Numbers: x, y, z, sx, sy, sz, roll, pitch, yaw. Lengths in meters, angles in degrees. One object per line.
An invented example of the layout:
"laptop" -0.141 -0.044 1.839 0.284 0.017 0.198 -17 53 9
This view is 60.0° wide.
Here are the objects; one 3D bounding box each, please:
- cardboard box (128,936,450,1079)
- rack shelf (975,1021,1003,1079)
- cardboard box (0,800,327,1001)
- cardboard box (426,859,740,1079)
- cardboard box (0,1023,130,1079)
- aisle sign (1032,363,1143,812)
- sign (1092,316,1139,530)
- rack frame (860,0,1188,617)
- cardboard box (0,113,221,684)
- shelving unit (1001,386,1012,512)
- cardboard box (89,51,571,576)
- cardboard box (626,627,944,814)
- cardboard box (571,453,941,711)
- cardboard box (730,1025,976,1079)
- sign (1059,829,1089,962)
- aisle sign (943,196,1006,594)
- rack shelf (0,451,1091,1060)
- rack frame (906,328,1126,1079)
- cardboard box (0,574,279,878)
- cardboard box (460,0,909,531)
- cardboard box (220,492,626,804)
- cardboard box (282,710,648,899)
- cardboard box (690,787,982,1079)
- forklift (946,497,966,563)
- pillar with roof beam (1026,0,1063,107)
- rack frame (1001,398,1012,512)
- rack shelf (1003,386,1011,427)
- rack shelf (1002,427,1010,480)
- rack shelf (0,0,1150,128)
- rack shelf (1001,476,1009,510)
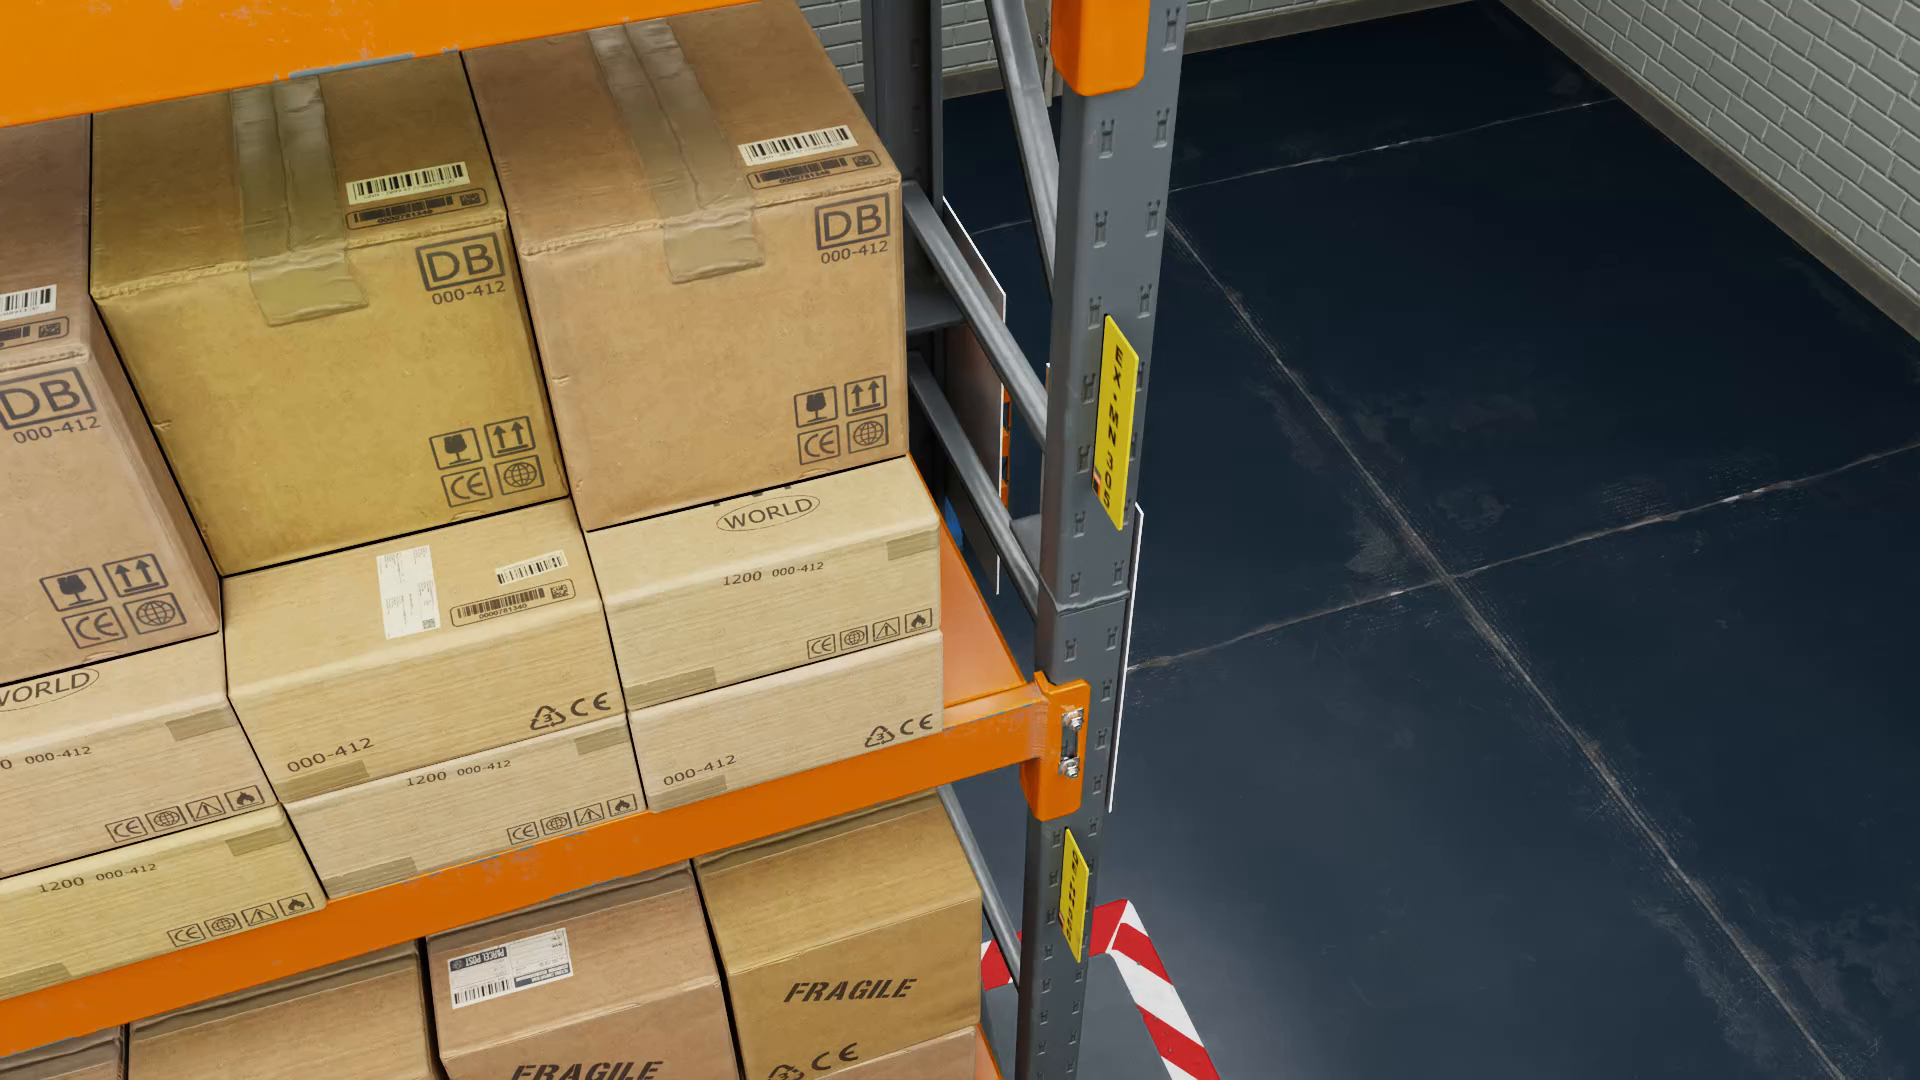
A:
"cardboard box" -1.237 0.988 3.180 0.500 0.500 0.500 -13 47 -13
"rack shelf" -1.832 1.571 3.884 4.000 0.370 1.077 -14 47 -14
"cardboard box" -1.285 0.371 2.560 0.500 0.250 0.500 -14 47 -14
"cardboard box" -0.751 0.860 3.308 0.500 0.500 0.500 -13 47 -13
"cardboard box" -1.720 1.112 3.057 0.500 0.500 0.500 -13 47 -13
"aisle sign" 0.217 0.106 3.000 0.004 0.787 0.394 -14 47 -14
"sign" 0.219 -0.161 2.359 0.005 0.325 0.100 -14 47 -14
"rack frame" 0.049 -1.282 1.983 0.127 3.000 1.000 -14 47 -14
"cardboard box" -1.362 -0.221 2.268 0.500 0.500 0.700 -14 47 -14
"shelving unit" 0.050 -0.383 6.700 0.252 1.050 0.215 -14 47 -14
"cardboard box" -0.928 -0.413 2.458 0.500 0.500 0.700 -14 47 -14
"cardboard box" -0.345 0.129 2.801 0.500 0.250 0.500 -14 47 -14
"cardboard box" -0.348 -0.053 2.629 0.500 0.250 0.500 -14 47 -14
"cardboard box" -0.280 1.090 3.785 0.500 0.500 0.500 -13 47 -13
"sign" 0.219 0.690 3.213 0.005 0.325 0.100 -14 47 -14
"aisle sign" 0.013 -0.294 3.399 0.004 0.787 0.394 -14 47 -14
"rack shelf" -1.832 0.512 2.821 4.000 0.370 1.077 -14 47 -14
"rack frame" 0.049 0.836 4.108 0.127 3.000 1.000 -14 47 -14
"cardboard box" -1.289 0.185 2.392 0.500 0.250 0.500 -14 47 -14
"cardboard box" -0.429 -0.477 2.522 0.500 0.500 0.700 -14 47 -14
"cardboard box" -0.818 0.068 2.509 0.500 0.250 0.500 -14 47 -14
"cardboard box" -0.819 0.242 2.688 0.500 0.250 0.500 -14 47 -14
"cardboard box" -0.276 0.738 3.429 0.500 0.500 0.500 -15 47 -14
"forklift" -1.548 -0.635 5.623 3.031 2.935 1.130 -15 47 -15
"pillar with roof beam" 2.071 -2.938 3.635 0.400 9.000 9.100 -14 47 -14
"rack frame" 0.165 -0.413 6.730 0.008 1.050 0.200 -14 47 -14
"rack shelf" 0.050 -0.576 6.507 0.240 0.259 0.215 -14 47 -14
"rack shelf" 0.050 -0.376 6.708 0.240 0.259 0.215 -14 47 -14
"rack shelf" -1.832 -0.545 1.760 4.000 0.370 1.077 -14 47 -14
"rack shelf" 0.050 -0.180 6.905 0.240 0.259 0.215 -14 47 -14
